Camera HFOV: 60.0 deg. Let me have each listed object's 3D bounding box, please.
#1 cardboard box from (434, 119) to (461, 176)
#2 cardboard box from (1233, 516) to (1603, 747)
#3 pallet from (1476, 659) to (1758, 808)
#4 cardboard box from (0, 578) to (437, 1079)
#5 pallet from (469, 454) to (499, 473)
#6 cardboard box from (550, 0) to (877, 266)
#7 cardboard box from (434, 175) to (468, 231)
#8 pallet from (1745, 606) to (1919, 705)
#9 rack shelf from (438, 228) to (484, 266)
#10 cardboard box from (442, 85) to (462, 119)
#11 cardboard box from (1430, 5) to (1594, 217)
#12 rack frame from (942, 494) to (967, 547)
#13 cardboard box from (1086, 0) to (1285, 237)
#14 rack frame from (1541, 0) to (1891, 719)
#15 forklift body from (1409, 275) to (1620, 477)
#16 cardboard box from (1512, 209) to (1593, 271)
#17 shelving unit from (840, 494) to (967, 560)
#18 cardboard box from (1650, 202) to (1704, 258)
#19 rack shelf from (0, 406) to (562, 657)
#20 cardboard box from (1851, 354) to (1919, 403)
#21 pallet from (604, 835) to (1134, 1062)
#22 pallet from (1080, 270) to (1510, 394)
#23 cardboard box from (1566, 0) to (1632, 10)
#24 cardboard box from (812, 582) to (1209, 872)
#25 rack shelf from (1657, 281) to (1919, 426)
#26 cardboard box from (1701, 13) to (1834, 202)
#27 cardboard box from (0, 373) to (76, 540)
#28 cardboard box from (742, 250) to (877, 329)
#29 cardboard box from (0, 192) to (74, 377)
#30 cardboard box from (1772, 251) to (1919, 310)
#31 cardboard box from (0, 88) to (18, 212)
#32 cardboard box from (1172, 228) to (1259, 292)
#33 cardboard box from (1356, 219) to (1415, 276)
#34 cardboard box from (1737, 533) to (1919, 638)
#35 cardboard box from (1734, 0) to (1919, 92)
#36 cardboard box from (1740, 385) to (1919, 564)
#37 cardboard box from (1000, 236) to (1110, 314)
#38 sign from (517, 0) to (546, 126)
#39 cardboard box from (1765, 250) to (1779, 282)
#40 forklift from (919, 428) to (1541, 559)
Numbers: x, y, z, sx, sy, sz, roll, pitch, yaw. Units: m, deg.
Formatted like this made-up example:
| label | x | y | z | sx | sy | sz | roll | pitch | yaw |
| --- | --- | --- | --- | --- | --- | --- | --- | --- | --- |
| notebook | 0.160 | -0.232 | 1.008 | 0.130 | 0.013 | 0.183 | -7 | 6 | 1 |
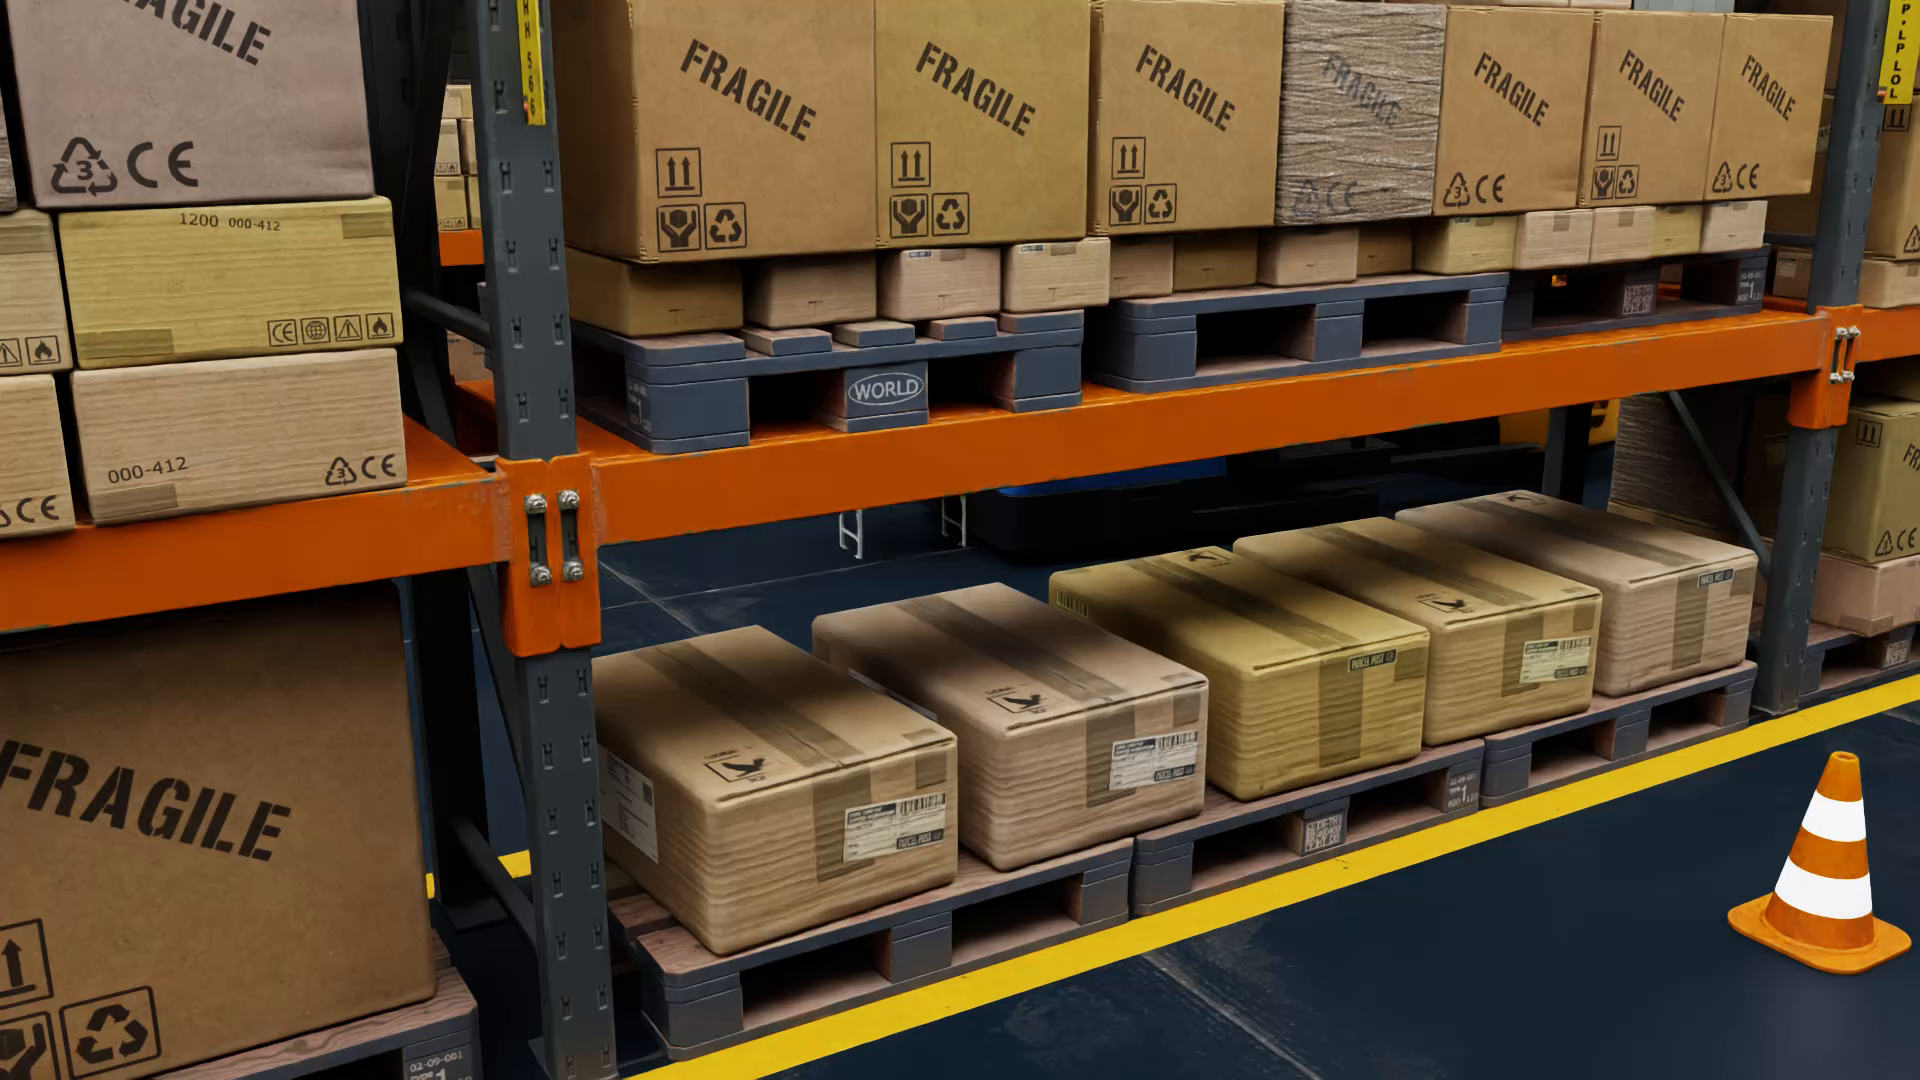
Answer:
| label | x | y | z | sx | sy | sz | roll | pitch | yaw |
| --- | --- | --- | --- | --- | --- | --- | --- | --- | --- |
| cardboard box | -2.636 | -1.826 | 7.718 | 0.500 | 0.250 | 0.500 | -9 | 18 | -28 |
| cardboard box | 1.353 | 0.246 | 5.064 | 0.625 | 0.372 | 0.950 | -8 | 18 | -26 |
| pallet | 1.749 | 0.460 | 5.377 | 1.213 | 0.211 | 1.003 | -9 | 18 | -30 |
| cardboard box | -1.648 | 0.463 | 3.361 | 0.875 | 0.875 | 0.875 | -9 | 18 | -30 |
| pallet | -2.847 | -0.346 | 8.252 | 1.213 | 0.211 | 1.003 | -9 | 18 | -30 |
| cardboard box | -0.508 | -0.838 | 3.326 | 0.500 | 0.500 | 0.500 | -10 | 18 | -31 |
| cardboard box | -2.633 | -1.585 | 7.783 | 0.500 | 0.250 | 0.500 | -10 | 18 | -31 |
| pallet | 2.973 | 0.250 | 6.127 | 1.213 | 0.211 | 1.003 | -9 | 18 | -30 |
| rack shelf | -1.858 | -1.515 | 8.588 | 4.000 | 0.370 | 1.077 | -9 | 18 | -30 |
| cardboard box | -2.495 | -2.038 | 7.735 | 0.250 | 0.149 | 0.380 | -9 | 18 | -29 |
| cardboard box | 1.268 | -1.128 | 4.361 | 0.500 | 0.500 | 0.500 | -9 | 18 | -28 |
| rack frame | -0.026 | -0.576 | 7.239 | 0.015 | 1.200 | 0.240 | -7 | 17 | -23 |
| cardboard box | 0.387 | -0.987 | 3.859 | 0.500 | 0.500 | 0.500 | -9 | 18 | -29 |
| rack frame | 2.416 | -0.991 | 5.388 | 0.127 | 3.000 | 1.000 | -9 | 18 | -30 |
| forklift body | 2.599 | -1.601 | 9.135 | 1.214 | 2.155 | 2.313 | -9 | 18 | -30 |
| cardboard box | 1.463 | -0.824 | 4.479 | 0.250 | 0.149 | 0.380 | -9 | 18 | -29 |
| shelving unit | -0.249 | -0.549 | 7.143 | 0.503 | 1.200 | 0.258 | -7 | 17 | -23 |
| cardboard box | 1.882 | -0.904 | 4.766 | 0.250 | 0.149 | 0.380 | -10 | 18 | -31 |
| rack shelf | -2.727 | 0.189 | 2.510 | 4.000 | 0.370 | 1.077 | -9 | 18 | -30 |
| cardboard box | 3.199 | -0.566 | 5.596 | 0.250 | 0.149 | 0.380 | -9 | 18 | -29 |
| pallet | -0.342 | 0.799 | 4.167 | 1.213 | 0.211 | 1.003 | -9 | 18 | -30 |
| pallet | 0.663 | -0.627 | 4.446 | 1.213 | 0.211 | 1.003 | -9 | 18 | -30 |
| cardboard box | 1.552 | -1.482 | 4.422 | 0.250 | 0.149 | 0.380 | -10 | 18 | -31 |
| cardboard box | 0.105 | 0.447 | 4.347 | 0.625 | 0.372 | 0.950 | -10 | 18 | -31 |
| rack shelf | 4.130 | -0.923 | 6.477 | 4.000 | 0.370 | 1.077 | -9 | 18 | -30 |
| cardboard box | 2.138 | -1.267 | 4.859 | 0.500 | 0.500 | 0.500 | -10 | 18 | -31 |
| cardboard box | -1.742 | -0.158 | 2.693 | 0.500 | 0.250 | 0.500 | -9 | 18 | -29 |
| cardboard box | -0.379 | -0.550 | 3.502 | 0.250 | 0.149 | 0.380 | -11 | 19 | -33 |
| cardboard box | -1.735 | -0.405 | 2.650 | 0.500 | 0.250 | 0.500 | -10 | 18 | -31 |
| cardboard box | 2.851 | -0.840 | 5.313 | 0.250 | 0.149 | 0.380 | -9 | 18 | -30 |
| cardboard box | -1.757 | -0.759 | 2.522 | 0.500 | 0.500 | 0.500 | -9 | 18 | -29 |
| cardboard box | 0.514 | -0.711 | 4.075 | 0.250 | 0.149 | 0.380 | -8 | 18 | -28 |
| cardboard box | 0.956 | -0.786 | 4.342 | 0.250 | 0.149 | 0.380 | -10 | 18 | -32 |
| cardboard box | 3.061 | 0.111 | 5.772 | 0.500 | 0.250 | 0.500 | -10 | 19 | -32 |
| cardboard box | 2.905 | -1.675 | 5.239 | 0.500 | 0.500 | 0.700 | -9 | 18 | -30 |
| cardboard box | 3.061 | -0.250 | 5.671 | 0.500 | 0.500 | 0.500 | -8 | 18 | -27 |
| cardboard box | 0.126 | -0.611 | 3.719 | 0.250 | 0.149 | 0.380 | -9 | 18 | -29 |
| sign | -0.724 | -0.865 | 2.792 | 0.005 | 0.325 | 0.100 | -9 | 18 | -30 |
| cardboard box | 2.745 | -1.022 | 5.962 | 0.250 | 0.149 | 0.380 | -9 | 18 | -28 |
| forklift | 1.370 | -1.578 | 7.609 | 3.031 | 2.935 | 1.130 | -7 | 17 | -23 |
